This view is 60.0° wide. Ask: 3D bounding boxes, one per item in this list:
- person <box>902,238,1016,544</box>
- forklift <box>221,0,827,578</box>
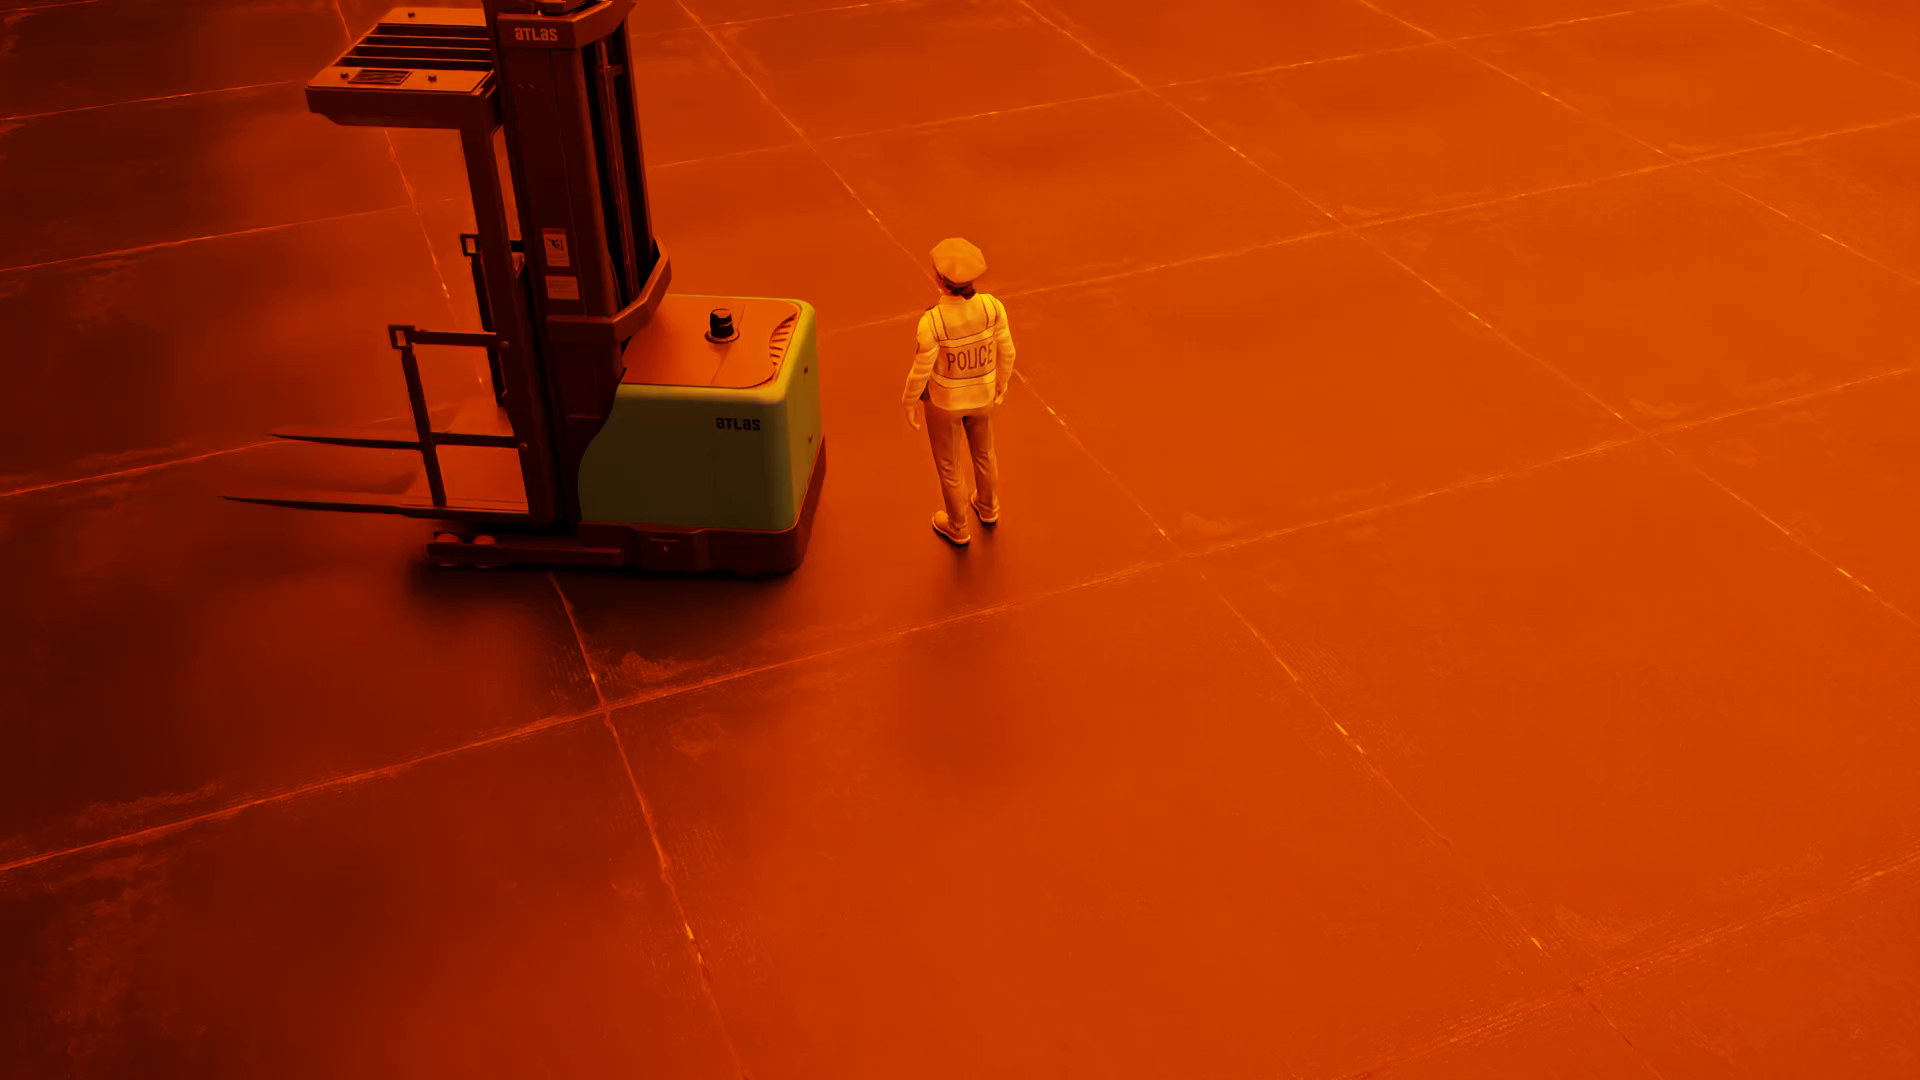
[{"bbox_3d":[-0.024,-0.735,8.191,0.591,1.692,0.519,-14,38,-19],"label":"person"},{"bbox_3d":[-2.272,-1.352,8.000,3.031,2.935,1.130,3,36,4],"label":"forklift"}]
